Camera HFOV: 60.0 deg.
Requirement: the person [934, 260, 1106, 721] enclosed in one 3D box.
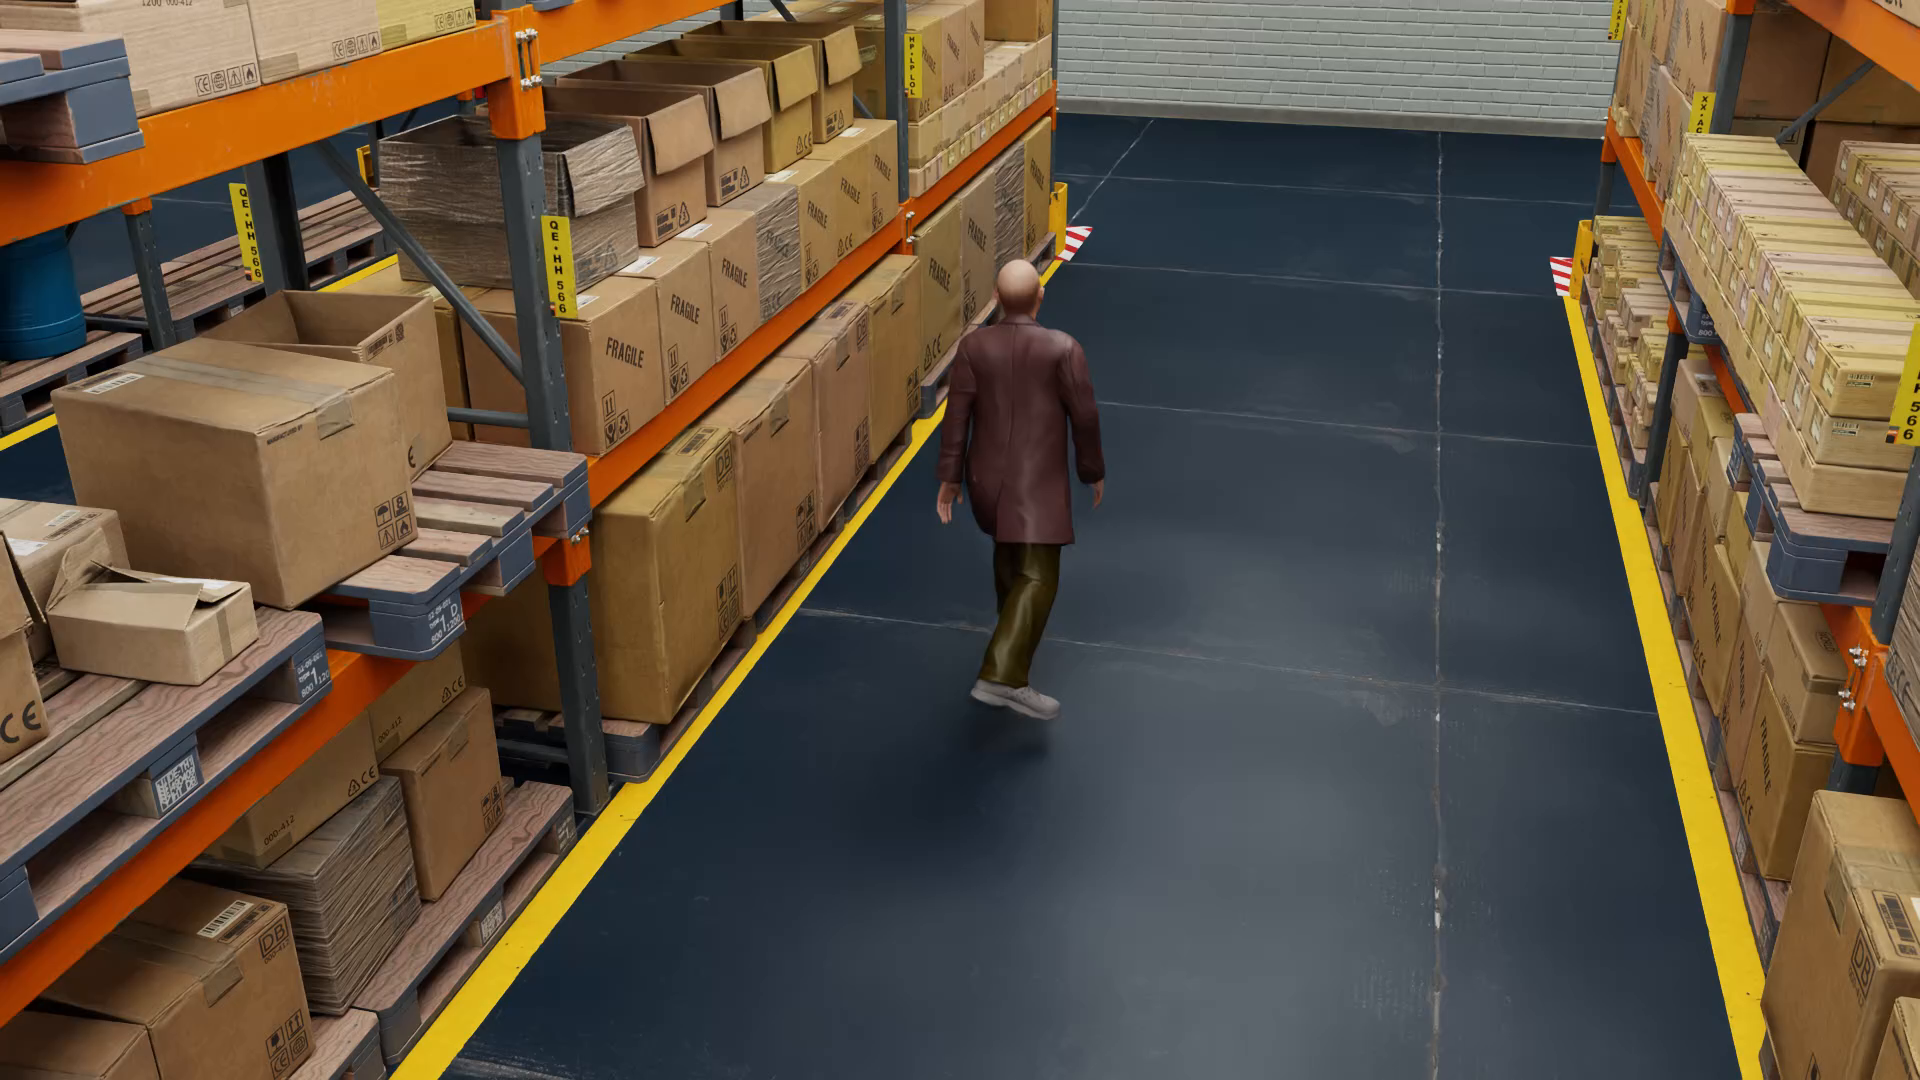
[{"bbox_3d":[0.207,-0.204,6.585,0.678,1.729,1.012,10,27,21],"label":"person"}]
